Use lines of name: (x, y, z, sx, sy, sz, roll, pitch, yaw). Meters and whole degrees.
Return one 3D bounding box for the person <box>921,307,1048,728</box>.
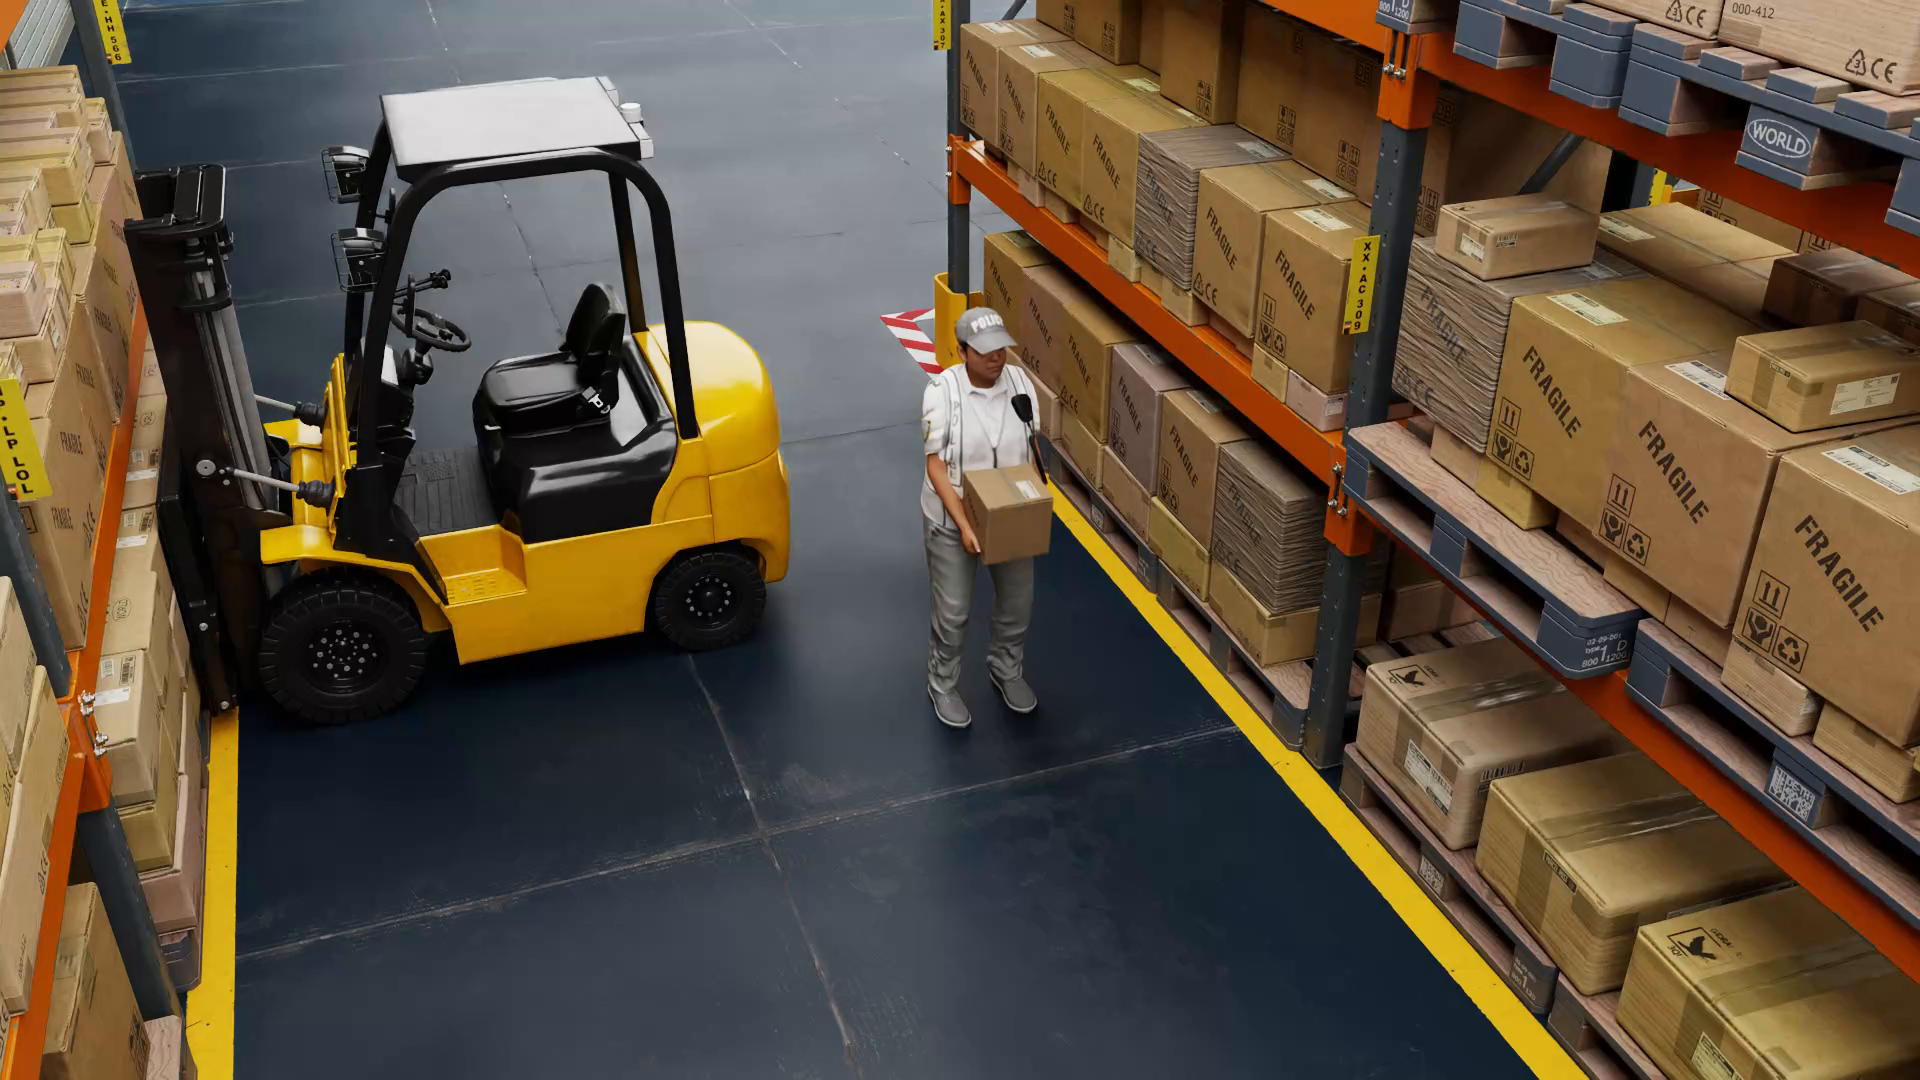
person: (0.106, -0.047, 6.220, 0.455, 1.657, 0.542, -10, 32, -17)
